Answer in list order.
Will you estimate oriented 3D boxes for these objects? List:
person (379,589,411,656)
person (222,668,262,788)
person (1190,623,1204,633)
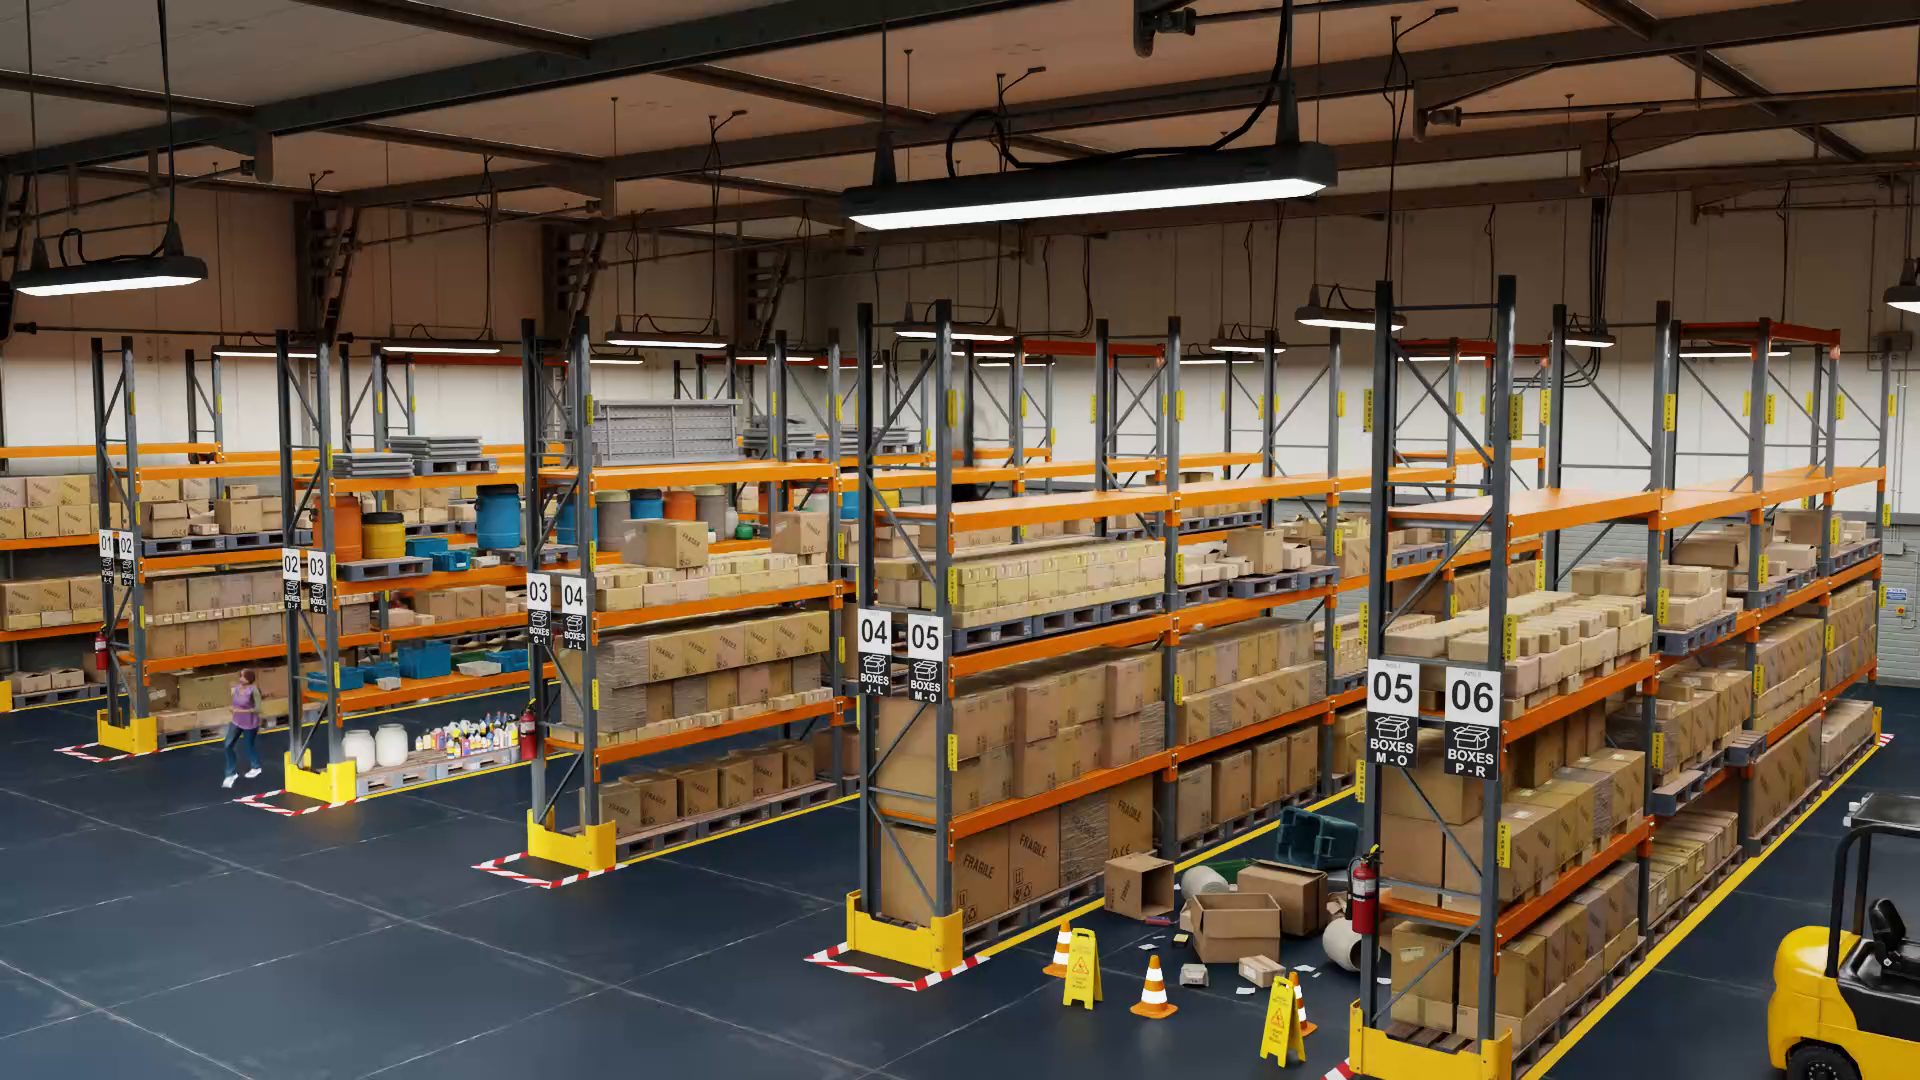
[{"bbox_3d":[-10.000,1.758,29.586,0.570,1.777,0.863,3,6,29],"label":"person"},{"bbox_3d":[-9.420,2.478,22.058,0.553,1.623,0.658,2,5,17],"label":"person"},{"bbox_3d":[3.387,1.989,23.893,0.592,1.631,0.588,3,6,31],"label":"person"}]
